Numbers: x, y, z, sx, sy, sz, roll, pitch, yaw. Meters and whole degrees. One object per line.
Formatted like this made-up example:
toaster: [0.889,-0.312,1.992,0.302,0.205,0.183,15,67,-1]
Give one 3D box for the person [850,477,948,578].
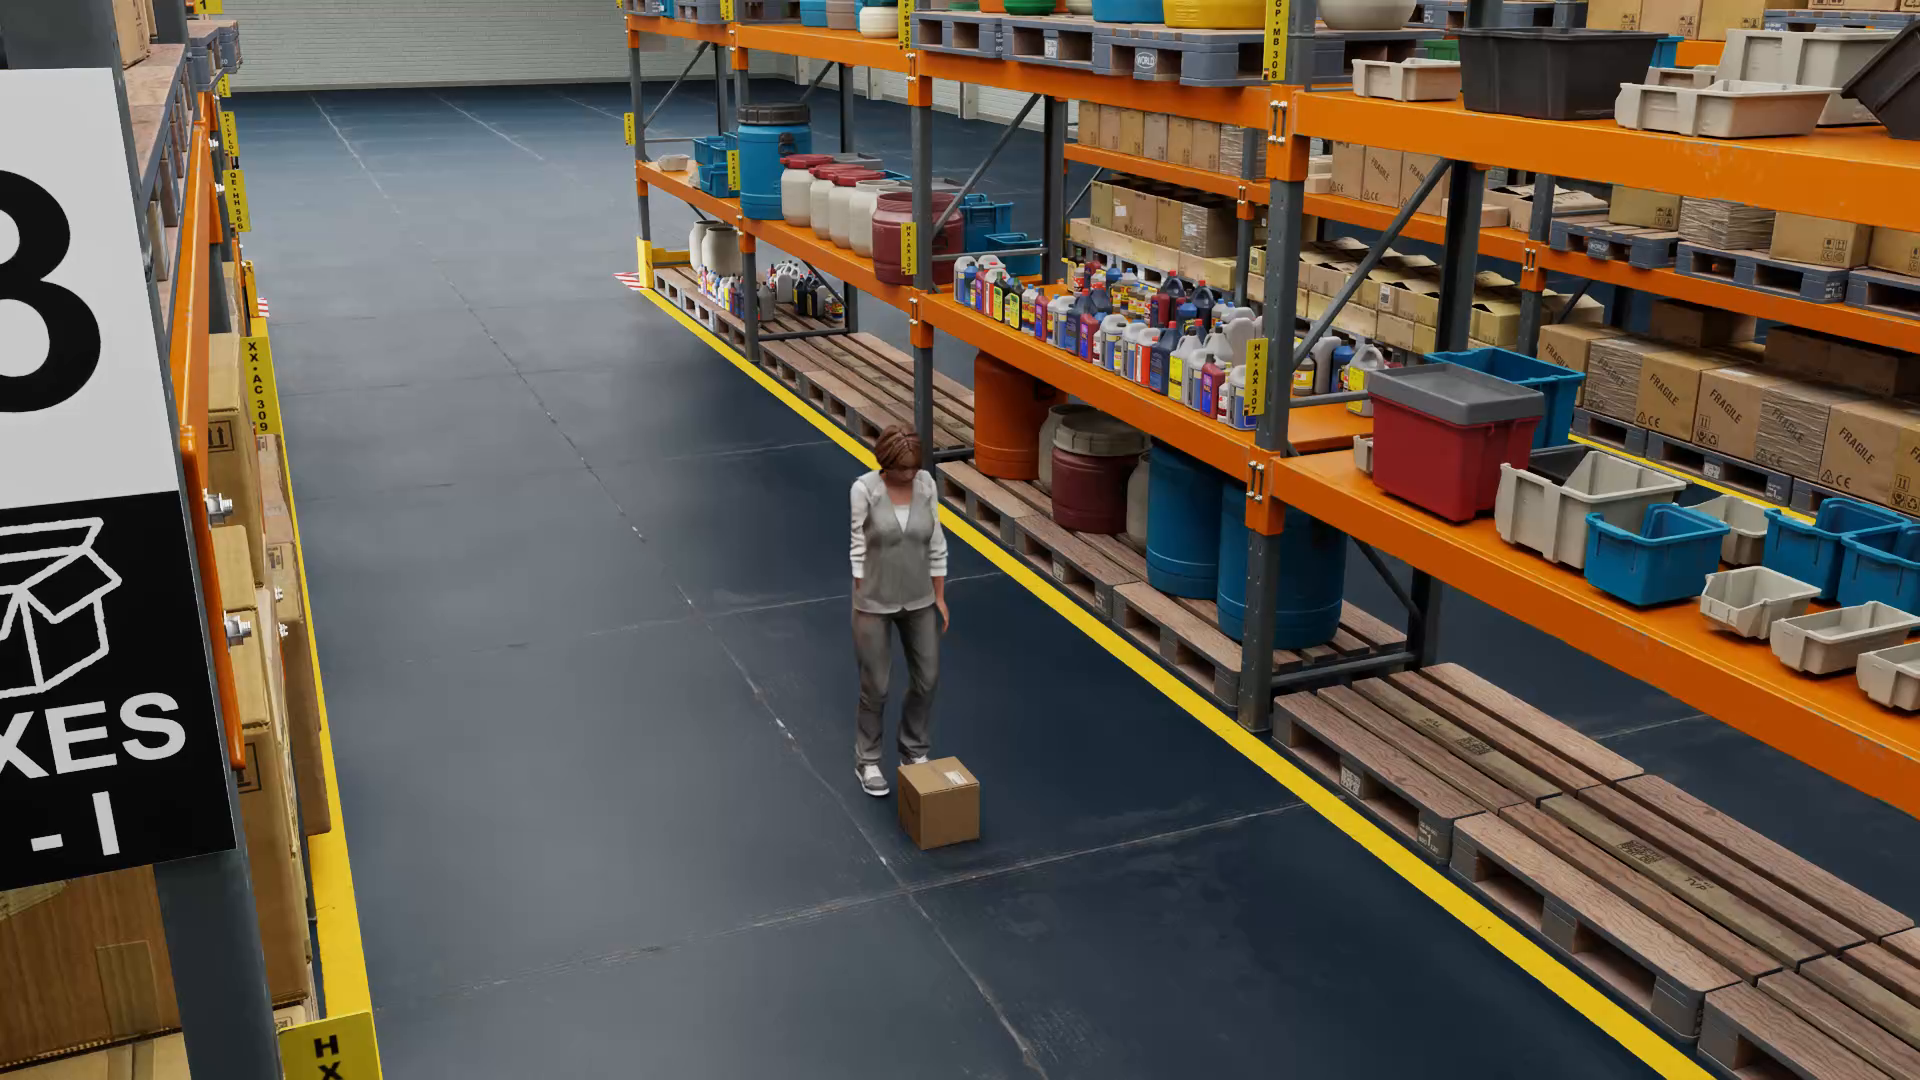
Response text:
person: [-0.254,0.009,6.746,0.415,0.561,0.280,-8,21,-21]
